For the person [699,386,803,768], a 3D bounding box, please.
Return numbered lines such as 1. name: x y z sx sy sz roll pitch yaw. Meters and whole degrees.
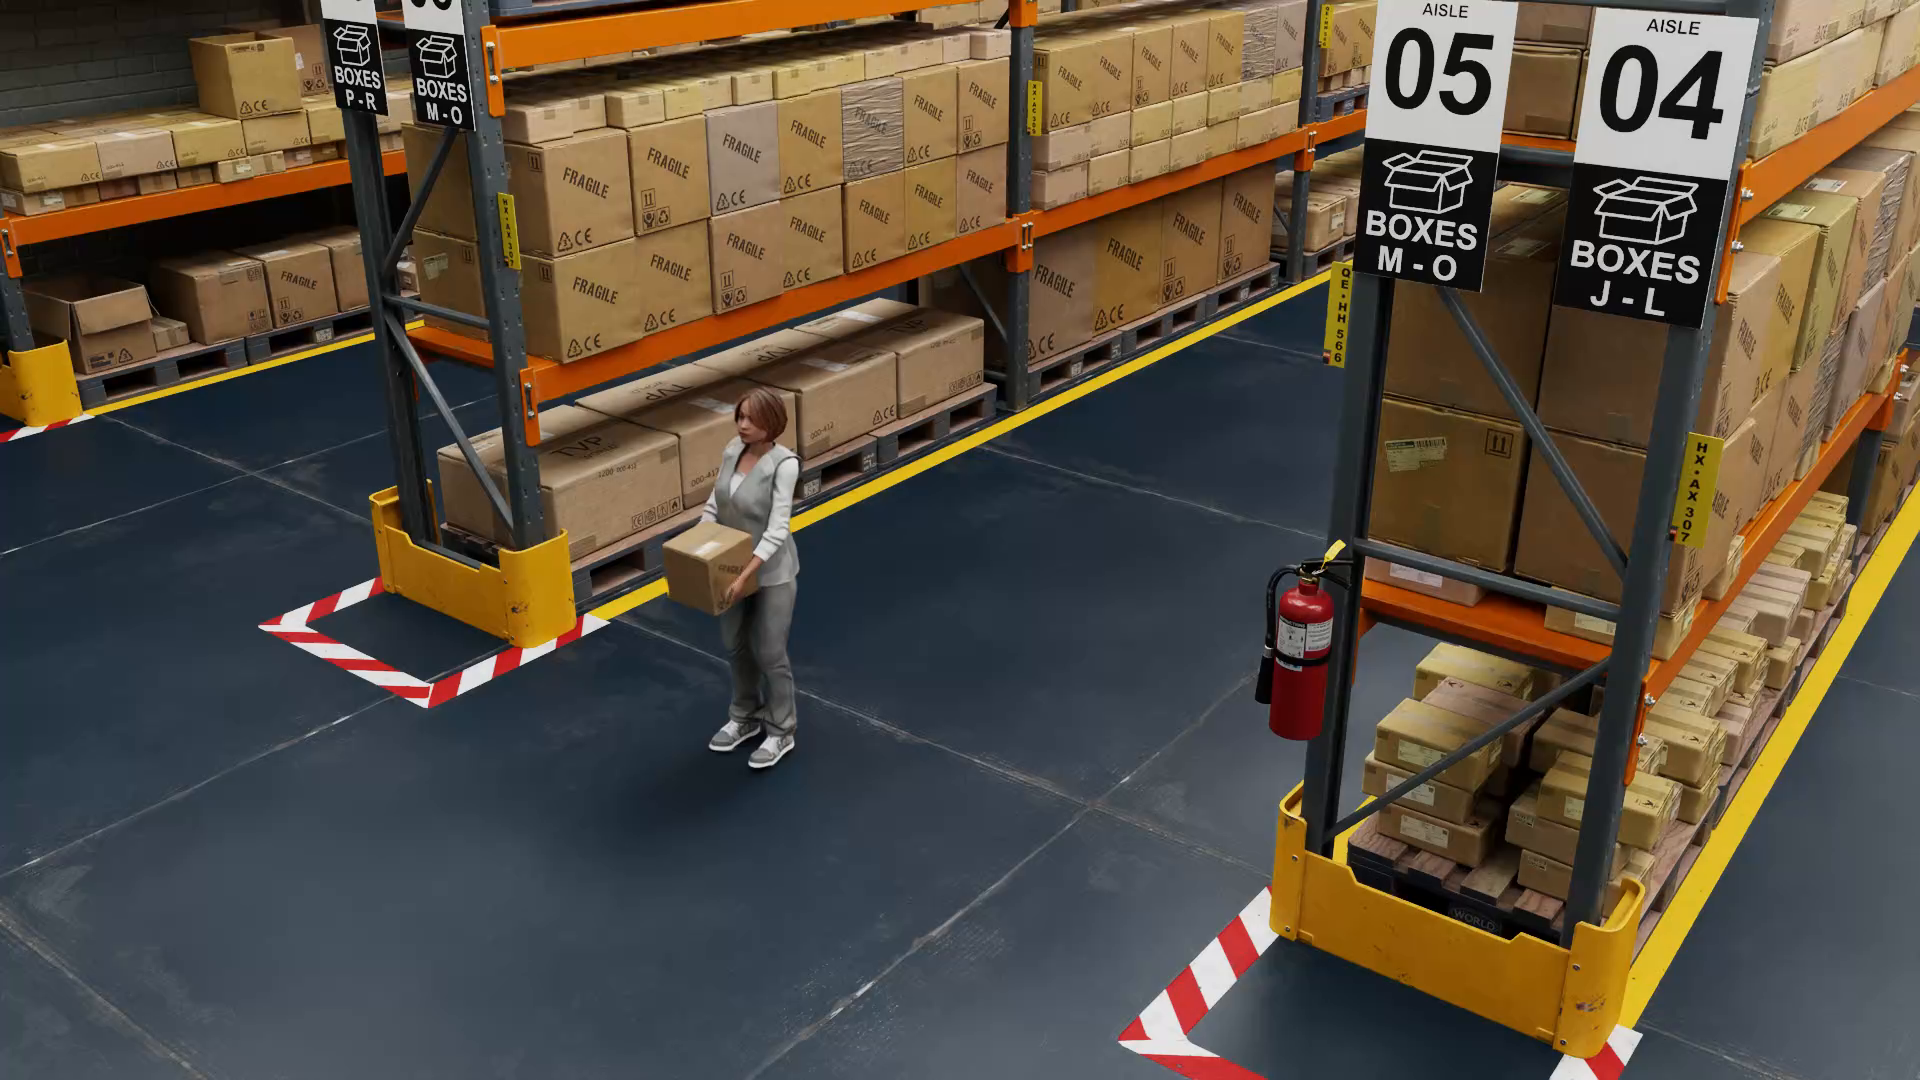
1. person: -0.867 0.177 6.715 0.412 1.592 0.477 17 29 33
